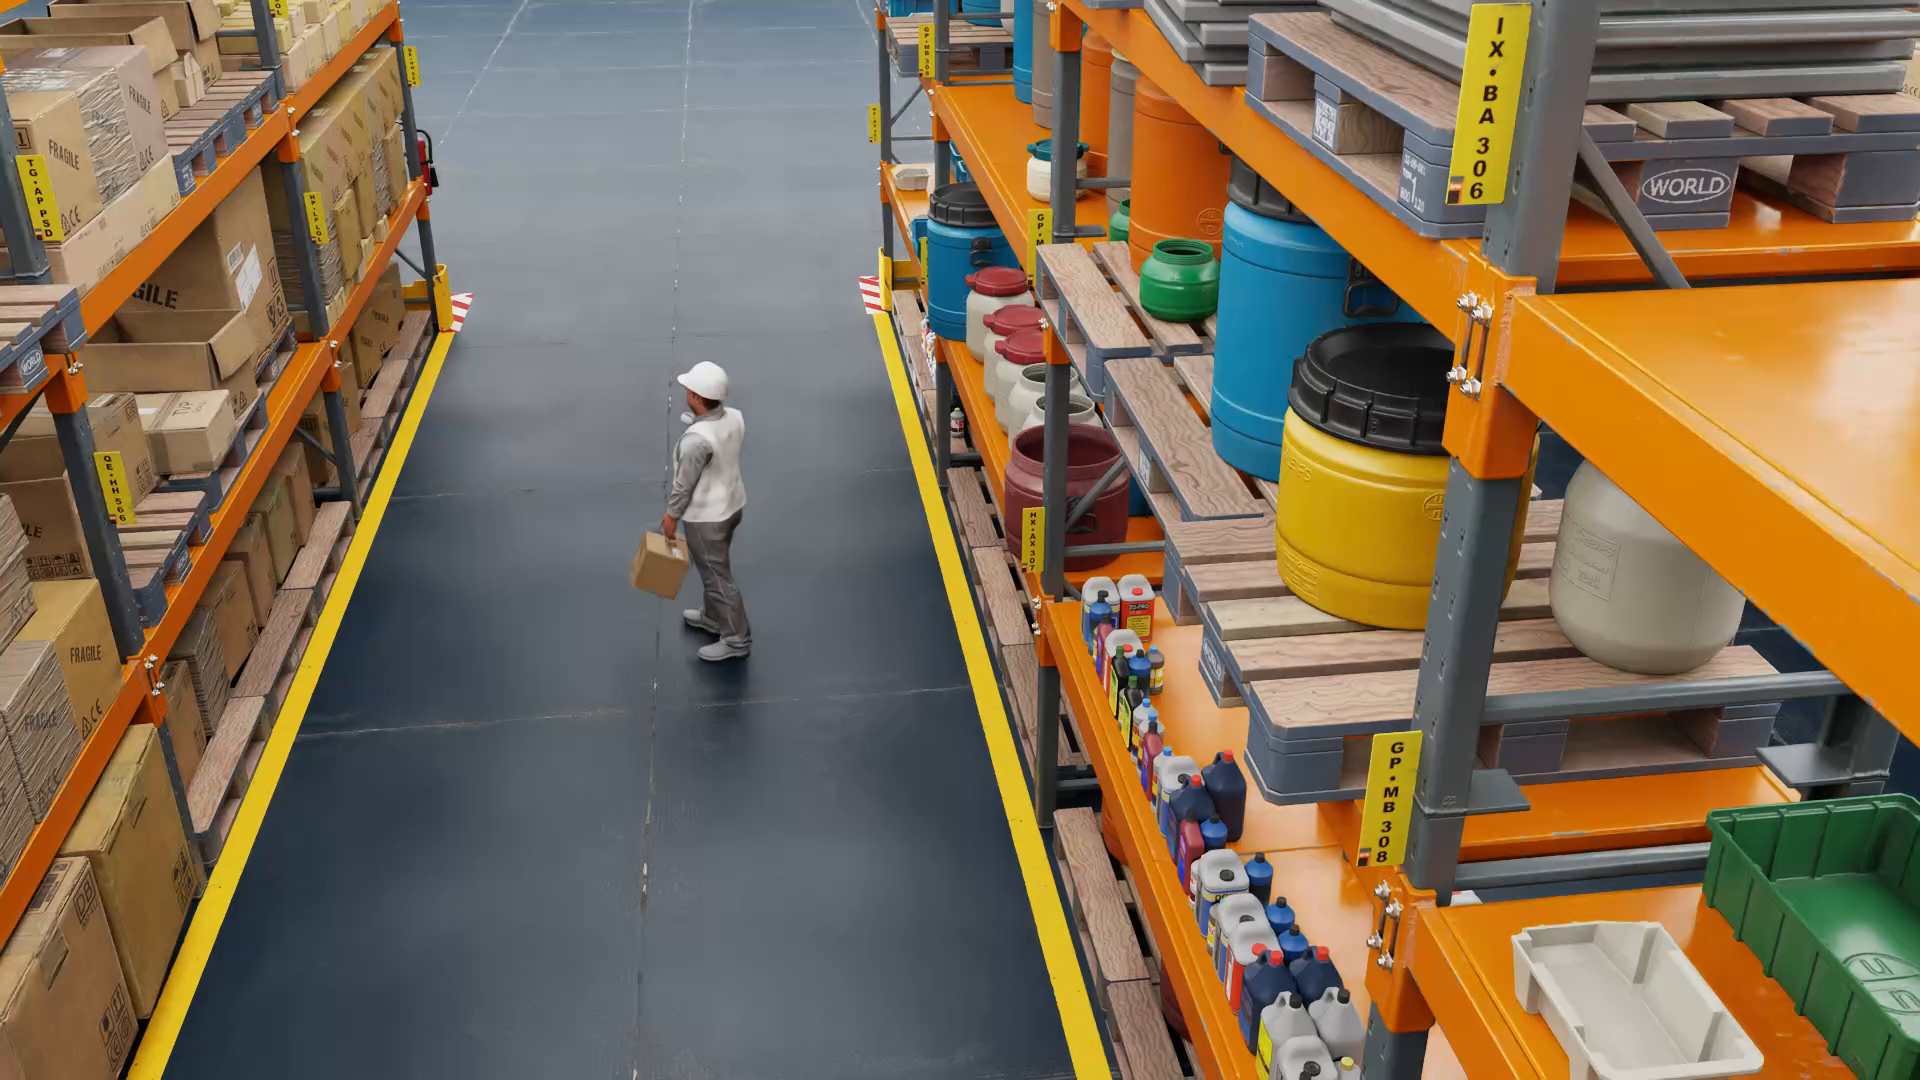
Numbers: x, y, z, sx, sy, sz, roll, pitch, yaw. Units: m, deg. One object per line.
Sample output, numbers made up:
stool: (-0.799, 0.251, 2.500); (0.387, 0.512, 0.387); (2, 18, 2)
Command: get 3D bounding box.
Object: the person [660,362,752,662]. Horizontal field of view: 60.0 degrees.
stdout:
person: (-1.462, -0.185, 9.431); (0.583, 1.777, 0.598); (10, 29, 19)
